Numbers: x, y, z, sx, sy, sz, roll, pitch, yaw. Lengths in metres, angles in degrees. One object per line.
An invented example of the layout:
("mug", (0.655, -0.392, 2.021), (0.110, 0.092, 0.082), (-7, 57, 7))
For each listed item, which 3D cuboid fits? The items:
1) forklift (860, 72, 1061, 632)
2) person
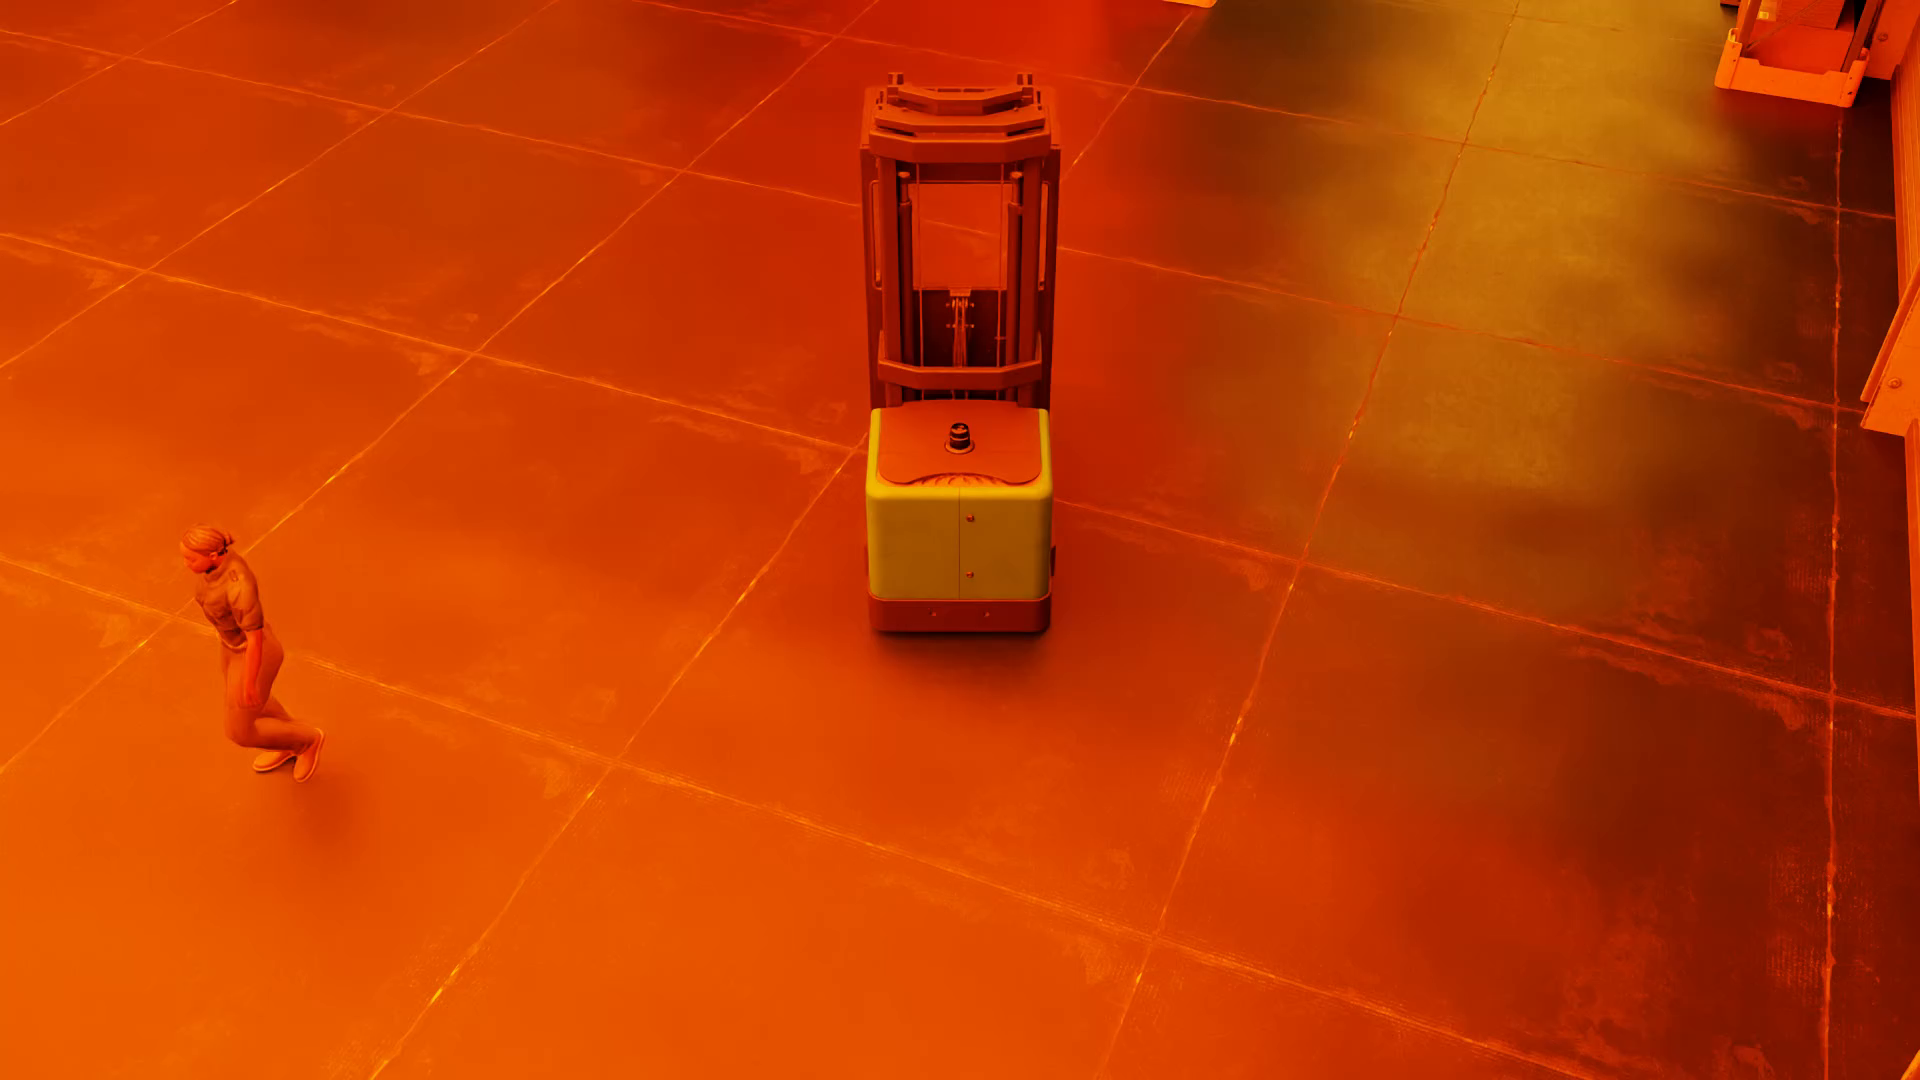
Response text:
("forklift", (0.002, -1.515, 9.816), (1.130, 2.935, 3.031), (0, 40, 0))
("person", (-3.603, 0.584, 8.320), (0.431, 1.639, 0.611), (-27, 47, -29))
